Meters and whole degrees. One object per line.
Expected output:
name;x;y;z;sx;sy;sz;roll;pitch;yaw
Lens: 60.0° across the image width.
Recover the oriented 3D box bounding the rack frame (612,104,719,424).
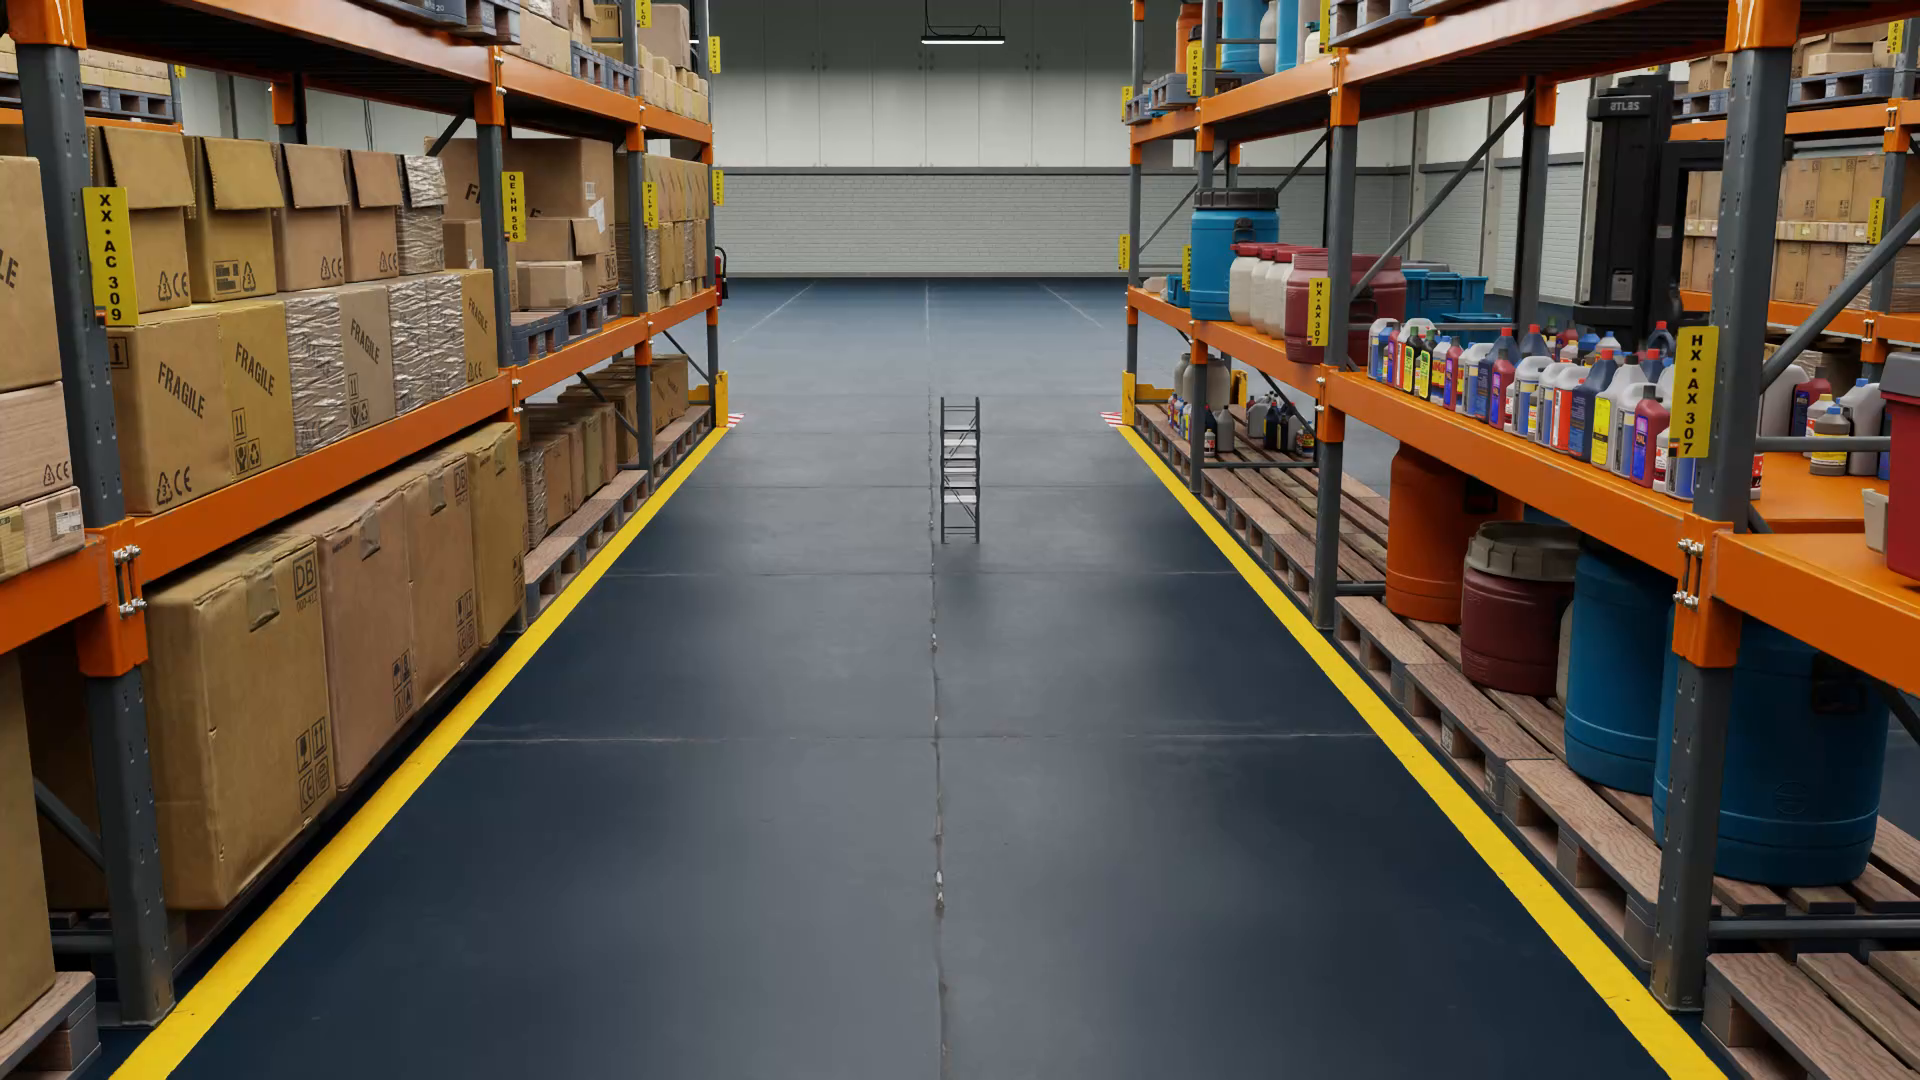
rack frame;-2.833;-2.597;15.816;1.000;3.000;0.127;0;11;-1

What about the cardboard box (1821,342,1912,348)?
cardboard box;7.437;-1.360;13.691;0.500;0.500;0.500;0;11;-1

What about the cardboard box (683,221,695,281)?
cardboard box;-2.752;-2.484;14.259;0.875;0.500;0.500;0;11;-1

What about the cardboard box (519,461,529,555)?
cardboard box;-2.701;-0.130;8.838;0.700;0.500;0.500;-1;11;-4

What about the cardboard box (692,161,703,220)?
cardboard box;-2.558;-3.074;14.653;0.500;0.500;0.500;0;11;-1

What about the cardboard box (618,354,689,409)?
cardboard box;-2.837;-1.454;15.411;0.500;0.500;0.500;2;12;9

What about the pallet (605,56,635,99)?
pallet;-2.844;-3.057;11.010;1.213;0.211;1.003;0;11;-1

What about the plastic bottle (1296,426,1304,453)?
plastic bottle;2.629;-0.772;12.752;0.097;0.201;0.097;0;11;0

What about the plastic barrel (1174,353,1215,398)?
plastic barrel;2.209;-1.473;15.479;0.421;0.512;0.421;0;11;0

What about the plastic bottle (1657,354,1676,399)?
plastic bottle;2.165;-0.390;5.060;0.144;0.351;0.185;0;11;-1

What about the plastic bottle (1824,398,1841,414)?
plastic bottle;2.754;-0.343;5.207;0.097;0.201;0.097;0;11;0

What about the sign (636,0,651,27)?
sign;-2.195;-3.721;11.523;0.100;0.325;0.005;0;11;-1

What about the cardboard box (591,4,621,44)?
cardboard box;-3.072;-4.211;13.968;0.500;0.500;0.500;0;11;-1

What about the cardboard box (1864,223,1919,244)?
cardboard box;6.934;-2.262;12.281;0.380;0.149;0.250;0;11;-1

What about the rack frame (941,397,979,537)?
rack frame;-0.002;-0.460;10.561;0.240;0.900;0.006;0;11;-1

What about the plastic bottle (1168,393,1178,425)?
plastic bottle;1.845;-1.134;14.361;0.097;0.271;0.097;0;11;0

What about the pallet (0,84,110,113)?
pallet;-7.740;-3.633;13.600;1.003;0.211;1.213;0;11;-1

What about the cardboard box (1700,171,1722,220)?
cardboard box;7.086;-3.114;14.849;0.700;0.500;0.500;-1;11;-3

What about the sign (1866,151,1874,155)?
sign;12.866;-5.345;23.529;0.001;0.298;0.199;0;11;-1

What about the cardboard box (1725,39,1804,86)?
cardboard box;6.832;-4.099;14.016;0.500;0.500;0.500;0;11;-1

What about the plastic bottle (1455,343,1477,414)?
plastic bottle;1.969;-0.624;6.414;0.097;0.271;0.097;0;11;0

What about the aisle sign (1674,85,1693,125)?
aisle sign;6.764;-3.923;15.813;0.394;0.787;0.004;0;11;-1

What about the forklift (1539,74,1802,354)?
forklift;5.118;-1.671;11.423;3.031;2.935;1.130;6;13;28

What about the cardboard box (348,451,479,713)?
cardboard box;-2.663;0.143;6.597;1.225;0.875;0.875;0;11;-1

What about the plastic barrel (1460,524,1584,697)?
plastic barrel;2.335;0.271;6.690;0.600;0.588;0.708;0;11;-1

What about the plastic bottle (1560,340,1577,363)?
plastic bottle;2.708;-0.782;7.370;0.097;0.201;0.097;0;11;0

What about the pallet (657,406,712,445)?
pallet;-2.850;-1.054;15.222;1.003;0.211;1.213;0;11;-1

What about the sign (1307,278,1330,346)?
sign;1.734;-1.103;8.043;0.100;0.325;0.005;0;11;-1

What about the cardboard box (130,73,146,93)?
cardboard box;-7.438;-4.033;14.672;0.380;0.149;0.250;0;11;0

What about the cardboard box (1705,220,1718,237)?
cardboard box;6.879;-2.773;14.799;0.380;0.149;0.250;0;11;-2

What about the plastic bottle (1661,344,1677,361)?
plastic bottle;2.689;-0.601;6.269;0.061;0.283;0.133;0;11;-1

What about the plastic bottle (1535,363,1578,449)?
plastic bottle;2.015;-0.448;5.534;0.152;0.276;0.135;0;11;-1

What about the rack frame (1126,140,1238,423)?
rack frame;2.119;-2.617;15.916;1.000;3.000;0.127;0;11;-1

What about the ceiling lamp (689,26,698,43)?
ceiling lamp;-6.993;-13.439;39.488;2.000;3.185;0.800;0;11;-1

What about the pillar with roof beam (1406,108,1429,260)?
pillar with roof beam;7.979;-11.408;44.160;9.100;9.000;0.548;0;11;-1

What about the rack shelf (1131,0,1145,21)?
rack shelf;2.160;-4.611;13.471;1.077;0.370;4.000;0;11;-1

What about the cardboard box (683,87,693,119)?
cardboard box;-2.554;-3.698;14.074;0.500;0.250;0.500;0;11;0

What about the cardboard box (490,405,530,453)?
cardboard box;-2.732;-0.603;9.283;0.500;0.250;0.500;1;12;5

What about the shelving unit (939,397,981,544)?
shelving unit;0.000;-0.439;10.462;0.258;0.900;0.210;0;11;-1

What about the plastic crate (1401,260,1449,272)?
plastic crate;2.557;-1.381;9.661;0.402;0.464;0.583;0;11;-1

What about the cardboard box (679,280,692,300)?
cardboard box;-2.485;-2.120;14.098;0.380;0.149;0.250;0;11;-1

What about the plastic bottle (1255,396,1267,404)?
plastic bottle;2.573;-1.085;14.105;0.152;0.276;0.135;0;11;-1

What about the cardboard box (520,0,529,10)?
cardboard box;-2.420;-2.865;8.085;0.500;0.500;0.500;0;11;-1

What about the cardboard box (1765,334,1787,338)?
cardboard box;6.896;-1.557;14.661;0.500;0.500;0.500;0;11;-1

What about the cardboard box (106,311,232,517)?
cardboard box;-2.344;-0.353;4.504;0.500;0.500;0.500;0;11;-1

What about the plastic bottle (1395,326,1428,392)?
plastic bottle;1.980;-0.787;7.206;0.152;0.276;0.135;0;11;-1

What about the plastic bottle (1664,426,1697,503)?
plastic bottle;2.036;-0.248;4.550;0.152;0.276;0.135;0;11;-1

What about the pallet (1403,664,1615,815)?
pallet;2.365;0.738;6.391;1.003;0.211;1.213;0;11;-1

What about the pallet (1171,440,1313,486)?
pallet;2.229;-0.589;12.933;1.003;0.211;1.213;0;11;-1

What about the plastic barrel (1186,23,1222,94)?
plastic barrel;2.270;-4.159;14.443;0.600;0.588;0.600;0;11;0

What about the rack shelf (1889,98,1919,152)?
rack shelf;7.195;-2.562;9.907;1.077;0.370;4.000;0;11;-1

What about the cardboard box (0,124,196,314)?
cardboard box;-2.606;-0.879;4.574;0.797;0.503;0.637;-1;11;-3

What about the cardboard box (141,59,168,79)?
cardboard box;-7.504;-4.298;14.976;0.500;0.250;0.500;0;11;0

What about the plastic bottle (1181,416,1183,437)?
plastic bottle;1.860;-0.951;13.636;0.097;0.201;0.097;0;11;0

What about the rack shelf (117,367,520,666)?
rack shelf;-2.626;-0.257;6.089;1.077;0.370;4.000;0;11;-1
